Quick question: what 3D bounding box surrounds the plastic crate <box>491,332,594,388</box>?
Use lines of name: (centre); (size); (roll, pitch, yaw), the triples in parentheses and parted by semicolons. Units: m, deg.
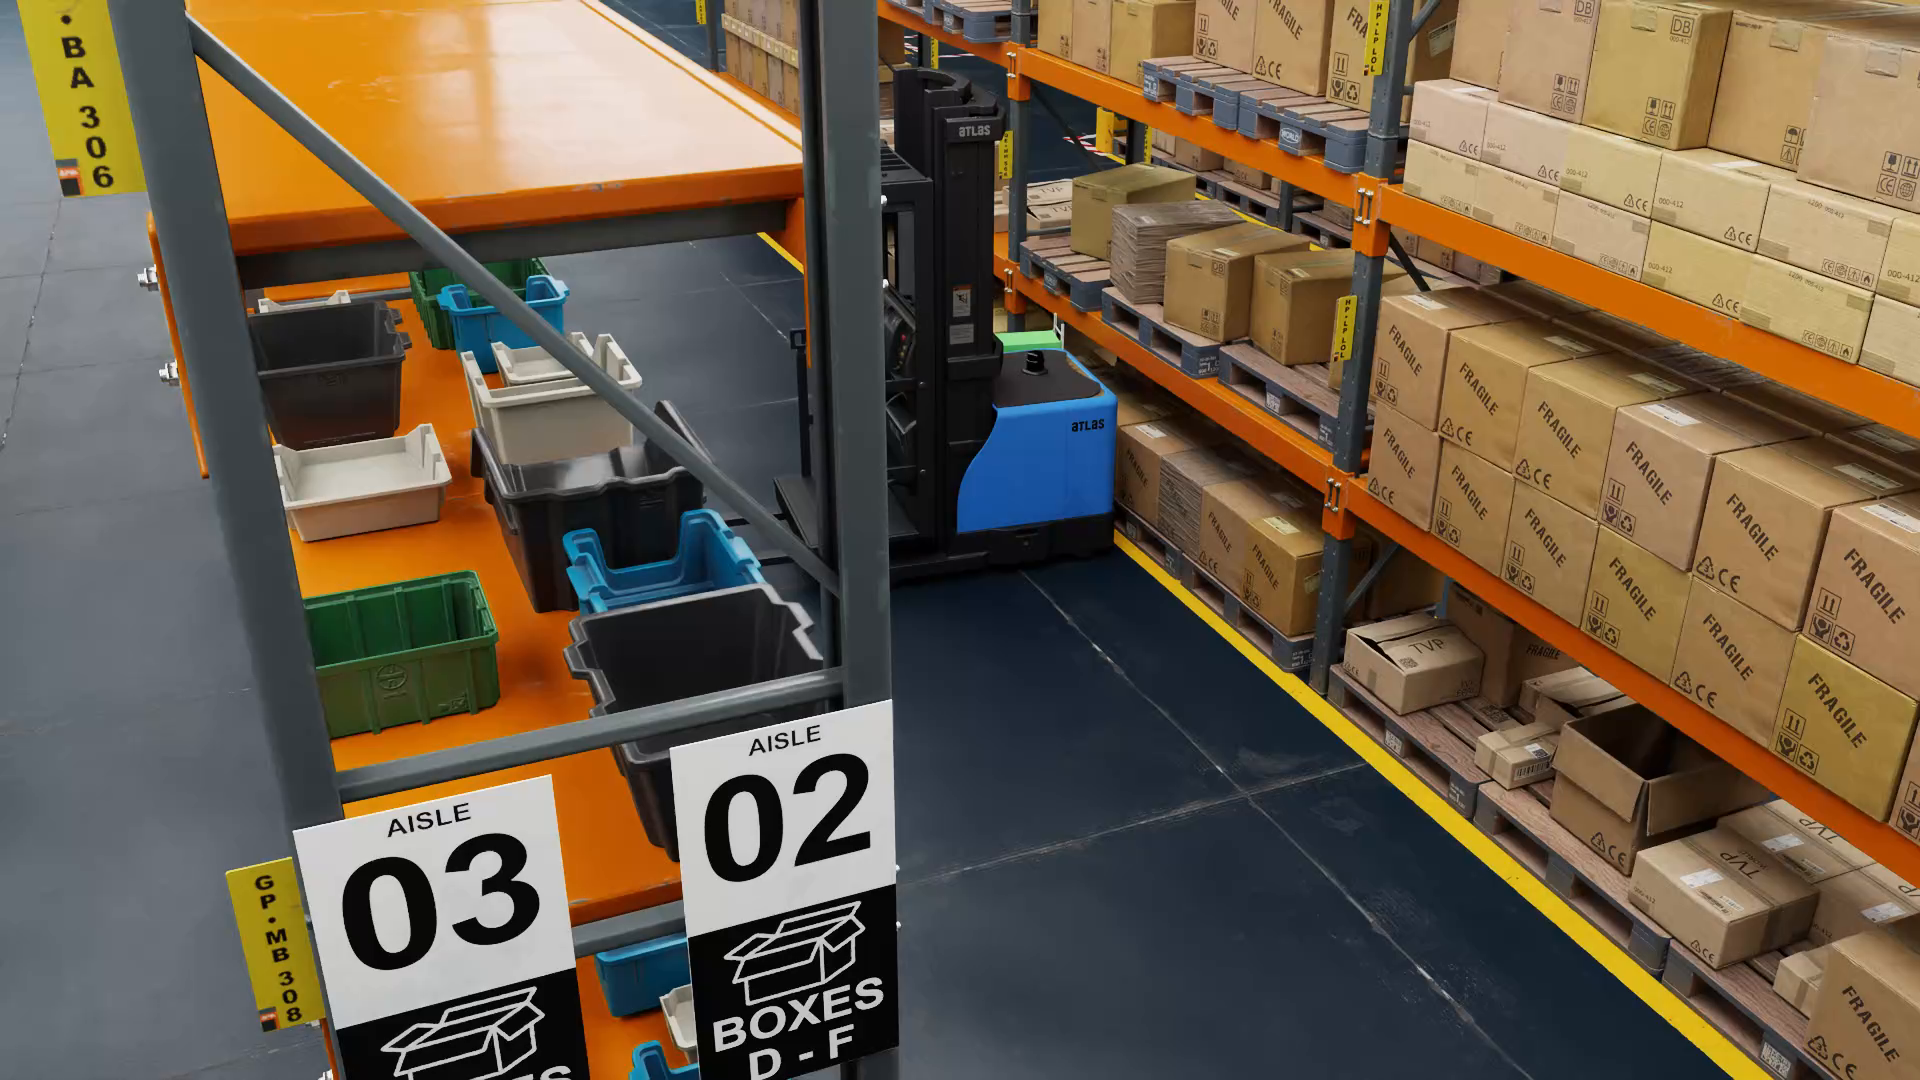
plastic crate: (-1.320, -0.539, 5.318); (0.293, 0.136, 0.466); (-11, 28, -21)

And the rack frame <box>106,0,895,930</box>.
rack frame: (-0.602, -0.839, 2.212); (1.000, 3.000, 0.127); (-11, 28, -21)

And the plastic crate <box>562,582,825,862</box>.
plastic crate: (-0.496, 0.364, 3.315); (0.497, 0.269, 0.590); (-11, 28, -21)

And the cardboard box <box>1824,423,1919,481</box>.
cardboard box: (3.623, -0.124, 6.332); (0.500, 0.500, 0.500); (-10, 28, -20)

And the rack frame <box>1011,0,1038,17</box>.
rack frame: (0.825, -4.918, 10.567); (1.000, 3.000, 0.127); (-11, 28, -21)

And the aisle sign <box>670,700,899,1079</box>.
aisle sign: (-0.300, 0.667, 3.003); (0.394, 0.787, 0.004); (-11, 28, -21)

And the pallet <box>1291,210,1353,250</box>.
pallet: (4.121, -3.123, 16.905); (1.003, 0.211, 1.213); (-11, 28, -21)

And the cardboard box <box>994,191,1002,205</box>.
cardboard box: (0.273, -2.615, 12.973); (0.380, 0.149, 0.250); (-8, 27, -17)

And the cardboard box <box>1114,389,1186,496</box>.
cardboard box: (1.142, -0.650, 11.011); (0.500, 0.500, 0.500); (-11, 28, -21)

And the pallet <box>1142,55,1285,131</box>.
pallet: (1.791, -2.565, 9.379); (1.213, 0.211, 1.003); (-11, 28, -21)

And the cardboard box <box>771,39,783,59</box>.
cardboard box: (-1.648, -4.866, 16.444); (0.380, 0.149, 0.250); (-10, 28, -19)

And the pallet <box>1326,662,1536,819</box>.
pallet: (2.659, 0.923, 8.619); (1.003, 0.211, 1.213); (-11, 28, -21)

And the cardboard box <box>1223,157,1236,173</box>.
cardboard box: (3.207, -4.256, 18.795); (0.380, 0.149, 0.250); (-13, 29, -25)

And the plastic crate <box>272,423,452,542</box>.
plastic crate: (-1.639, -0.164, 4.549); (0.437, 0.136, 0.530); (-11, 28, -21)

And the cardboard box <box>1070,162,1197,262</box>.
cardboard box: (1.175, -2.221, 11.288); (0.700, 0.500, 0.500); (-22, 34, -37)

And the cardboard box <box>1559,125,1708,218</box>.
cardboard box: (2.735, -1.468, 6.521); (0.500, 0.250, 0.500); (-11, 28, -21)

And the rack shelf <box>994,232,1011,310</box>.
rack shelf: (0.041, -2.707, 13.694); (1.077, 0.370, 4.000); (-11, 28, -21)

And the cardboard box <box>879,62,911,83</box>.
cardboard box: (-0.669, -4.315, 15.316); (0.380, 0.149, 0.250); (-11, 28, -21)

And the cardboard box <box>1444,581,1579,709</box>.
cardboard box: (2.875, 0.499, 8.656); (0.500, 0.500, 0.500); (-11, 28, -21)

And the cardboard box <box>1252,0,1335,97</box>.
cardboard box: (1.979, -2.716, 8.768); (0.600, 0.600, 0.600); (-11, 28, -21)

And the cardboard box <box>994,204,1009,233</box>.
cardboard box: (0.218, -2.425, 12.584); (0.380, 0.149, 0.250); (-11, 28, -21)

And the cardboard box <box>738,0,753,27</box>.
cardboard box: (-1.906, -5.657, 17.324); (0.700, 0.500, 0.500); (-11, 28, -22)

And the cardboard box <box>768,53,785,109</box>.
cardboard box: (-1.529, -4.682, 16.806); (0.700, 0.500, 0.500); (-10, 28, -19)

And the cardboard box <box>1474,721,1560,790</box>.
cardboard box: (2.704, 1.022, 7.966); (0.380, 0.166, 0.250); (-11, 28, -21)

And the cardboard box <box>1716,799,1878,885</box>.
cardboard box: (3.614, 1.373, 7.151); (0.500, 0.250, 0.500); (-11, 28, -21)

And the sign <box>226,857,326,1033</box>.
sign: (-1.102, 0.657, 2.686); (0.100, 0.325, 0.005); (-11, 28, -21)

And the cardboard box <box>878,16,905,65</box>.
cardboard box: (-0.921, -4.643, 15.248); (0.700, 0.500, 0.500); (-10, 28, -20)

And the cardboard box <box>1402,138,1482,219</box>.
cardboard box: (2.354, -1.649, 7.461); (0.500, 0.250, 0.500); (-11, 28, -21)

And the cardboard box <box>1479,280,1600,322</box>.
cardboard box: (2.827, -0.942, 8.007); (0.500, 0.500, 0.500); (-10, 28, -20)

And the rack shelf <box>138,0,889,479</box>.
rack shelf: (-1.385, -1.143, 4.111); (1.077, 0.370, 4.000); (-11, 28, -21)

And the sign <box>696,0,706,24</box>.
sign: (-2.821, -5.784, 18.100); (0.100, 0.325, 0.005); (-11, 28, -21)

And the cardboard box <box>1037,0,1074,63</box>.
cardboard box: (1.026, -3.445, 10.854); (0.910, 0.500, 0.500); (-11, 28, -21)

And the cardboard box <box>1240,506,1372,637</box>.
cardboard box: (1.934, 0.168, 9.335); (0.500, 0.500, 0.500); (-11, 28, -21)

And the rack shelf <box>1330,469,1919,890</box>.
rack shelf: (3.174, 0.523, 7.080); (1.077, 0.370, 4.000); (-11, 28, -21)

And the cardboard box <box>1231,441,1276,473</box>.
cardboard box: (2.018, -0.336, 10.366); (0.500, 0.500, 0.500); (-10, 28, -20)

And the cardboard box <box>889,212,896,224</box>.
cardboard box: (-0.809, -2.833, 15.149); (0.500, 0.311, 0.500); (-10, 28, -20)

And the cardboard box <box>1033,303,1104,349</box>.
cardboard box: (0.890, -1.689, 12.807); (0.500, 0.311, 0.500); (-10, 28, -19)

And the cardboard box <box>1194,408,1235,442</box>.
cardboard box: (1.837, -0.862, 10.590); (0.500, 0.250, 0.500); (-11, 28, -22)

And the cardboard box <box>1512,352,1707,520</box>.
cardboard box: (2.720, -0.447, 6.994); (0.500, 0.500, 0.500); (-11, 28, -22)

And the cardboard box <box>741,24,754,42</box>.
cardboard box: (-2.054, -5.284, 17.300); (0.380, 0.149, 0.250); (-11, 28, -21)

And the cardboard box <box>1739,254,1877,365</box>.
cardboard box: (3.120, -0.839, 5.801); (0.500, 0.250, 0.500); (-11, 28, -21)

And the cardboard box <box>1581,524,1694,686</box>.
cardboard box: (2.938, 0.214, 6.780); (0.500, 0.500, 0.500); (-11, 28, -21)

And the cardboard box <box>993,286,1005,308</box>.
cardboard box: (0.183, -1.805, 13.045); (0.500, 0.311, 0.500); (-11, 28, -21)

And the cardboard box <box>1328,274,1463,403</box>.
cardboard box: (2.411, -1.071, 8.932); (0.700, 0.500, 0.500); (-22, 34, -37)

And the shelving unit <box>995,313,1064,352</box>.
shelving unit: (0.416, -0.907, 11.241); (0.503, 1.200, 0.258); (-4, 26, -9)

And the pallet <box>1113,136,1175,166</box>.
pallet: (2.564, -4.687, 20.109); (1.003, 0.211, 1.213); (-11, 28, -21)

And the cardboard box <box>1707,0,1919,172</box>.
cardboard box: (3.219, -1.657, 6.053); (0.700, 0.500, 0.500); (-11, 28, -21)

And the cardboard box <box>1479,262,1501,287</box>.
cardboard box: (5.051, -2.431, 14.658); (0.700, 0.500, 0.500); (-10, 28, -20)

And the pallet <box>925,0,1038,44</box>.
pallet: (0.477, -3.744, 11.796); (1.213, 0.211, 1.003); (-9, 28, -18)

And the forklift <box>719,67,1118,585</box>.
forklift: (-0.599, -1.237, 9.944); (3.031, 2.935, 1.130); (-8, 27, -15)

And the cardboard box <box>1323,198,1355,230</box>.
cardboard box: (4.118, -3.470, 16.786); (0.700, 0.500, 0.500); (-10, 28, -19)
